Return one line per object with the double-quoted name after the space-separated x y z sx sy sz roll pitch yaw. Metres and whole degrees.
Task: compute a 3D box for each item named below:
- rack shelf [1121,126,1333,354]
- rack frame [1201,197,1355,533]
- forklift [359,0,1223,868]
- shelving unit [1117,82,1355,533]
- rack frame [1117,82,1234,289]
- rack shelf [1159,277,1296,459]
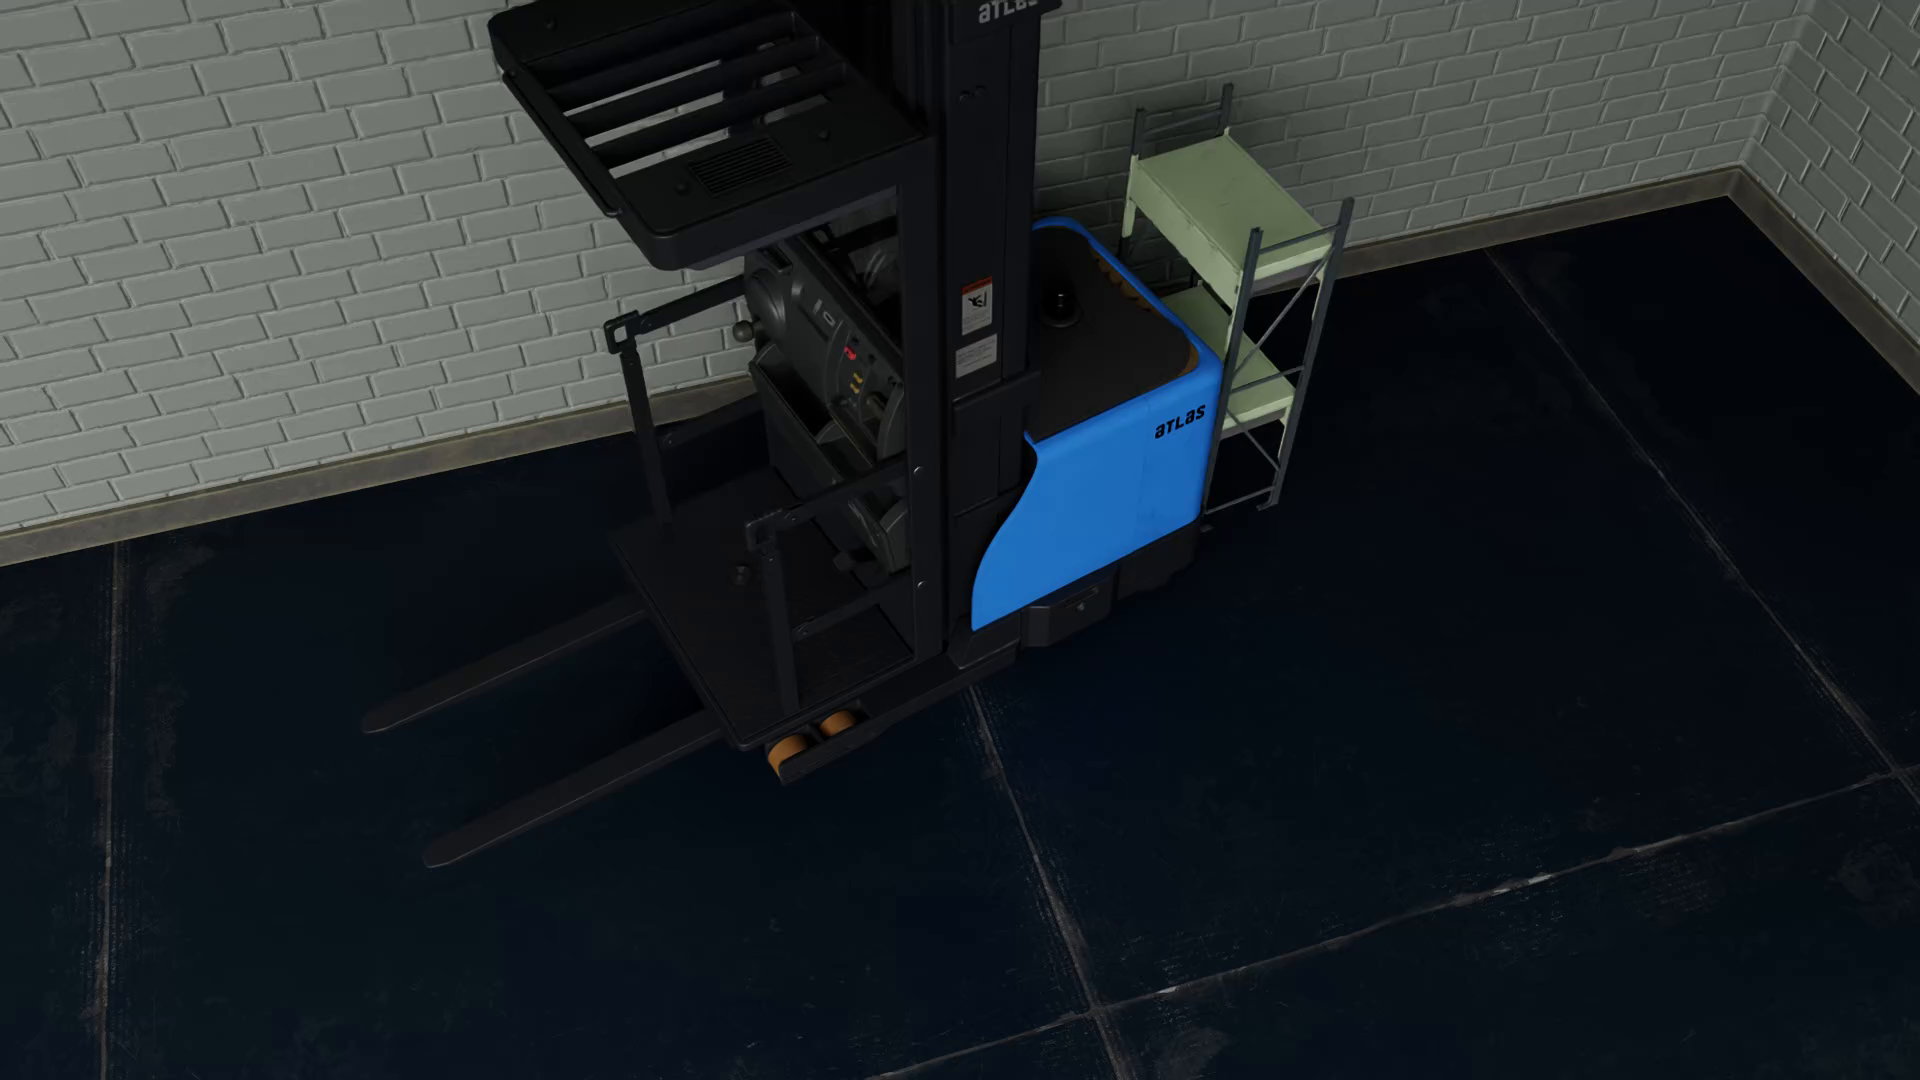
0.955 -1.084 5.953 0.431 0.370 0.720 -20 53 -18 "rack shelf"
1.111 -0.579 6.038 0.400 1.500 0.023 -20 53 -18 "rack frame"
-0.607 -0.571 5.104 3.031 2.935 1.130 -25 54 -20 "forklift"
0.945 -0.828 6.248 0.431 1.500 0.755 -20 53 -18 "shelving unit"
0.778 -1.078 6.458 0.400 1.500 0.023 -20 53 -18 "rack frame"
0.936 -0.615 6.494 0.431 0.370 0.720 -20 53 -18 "rack shelf"
